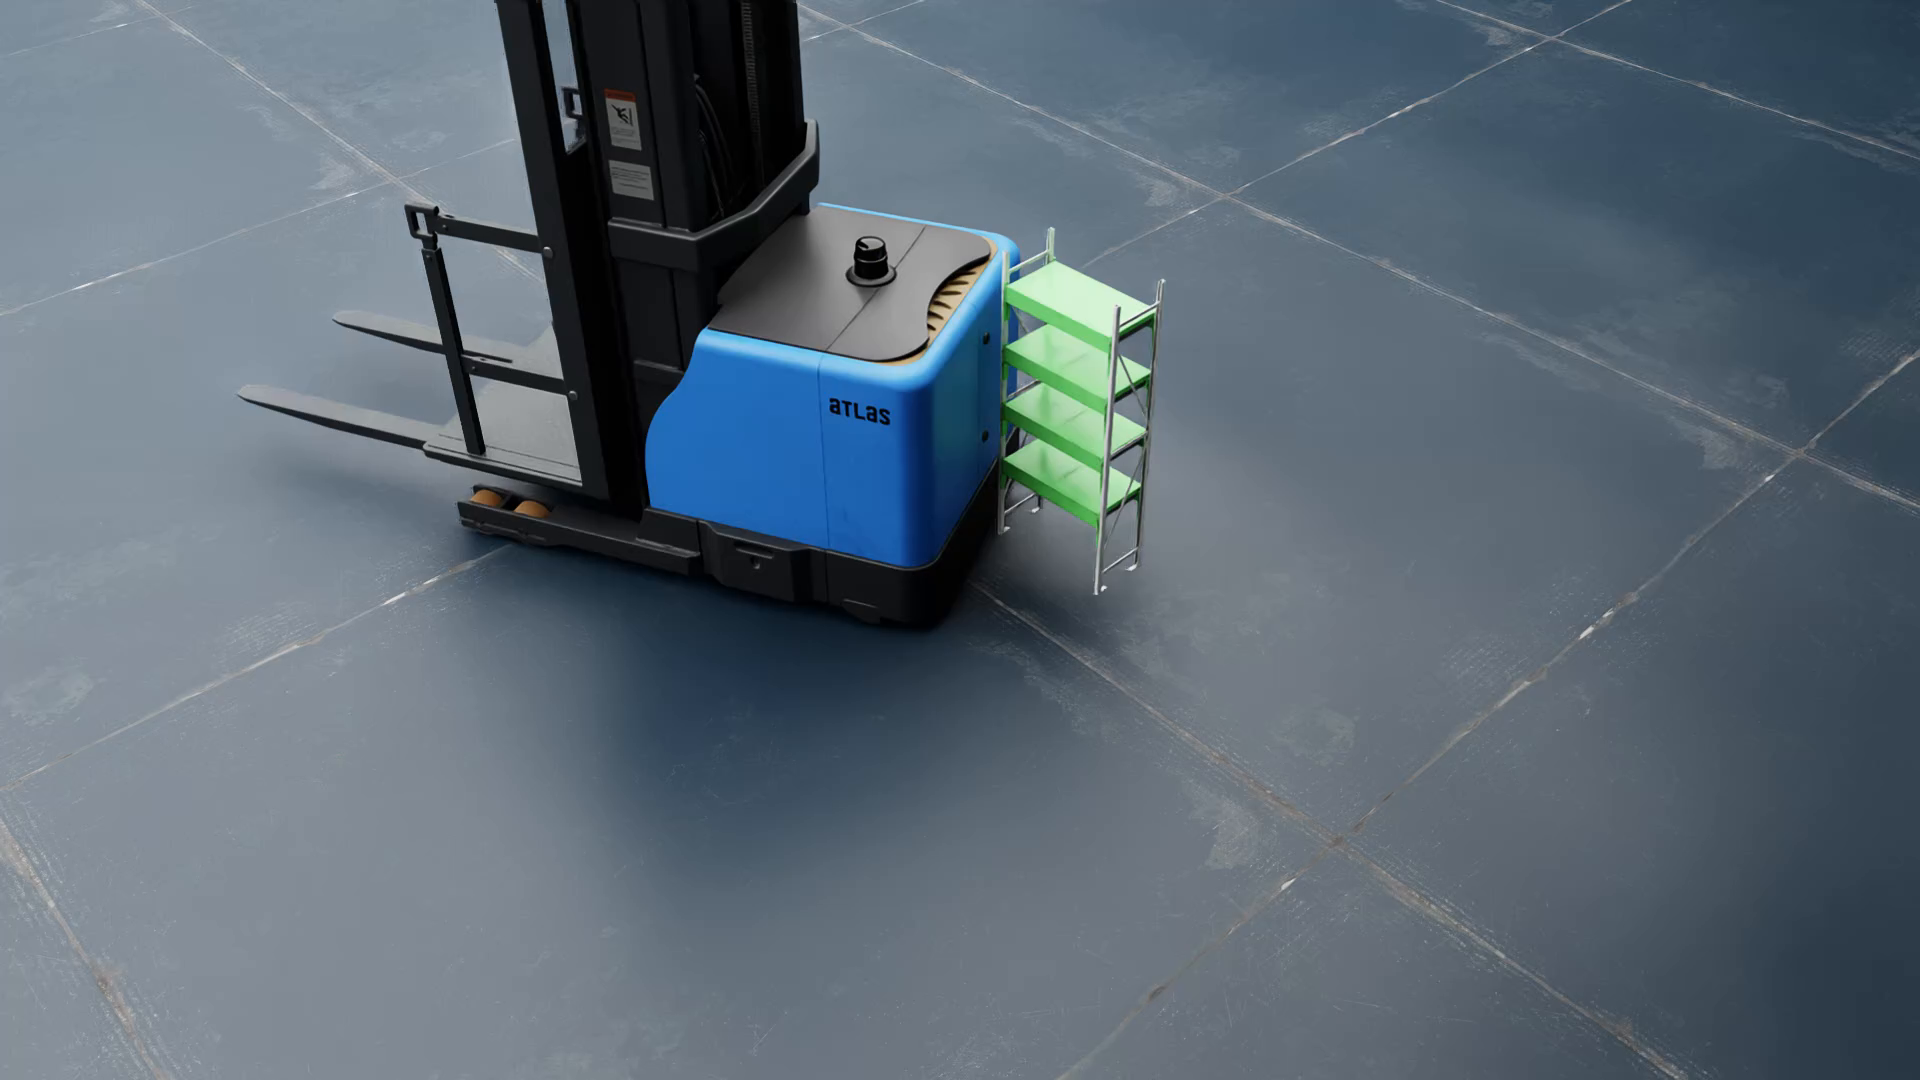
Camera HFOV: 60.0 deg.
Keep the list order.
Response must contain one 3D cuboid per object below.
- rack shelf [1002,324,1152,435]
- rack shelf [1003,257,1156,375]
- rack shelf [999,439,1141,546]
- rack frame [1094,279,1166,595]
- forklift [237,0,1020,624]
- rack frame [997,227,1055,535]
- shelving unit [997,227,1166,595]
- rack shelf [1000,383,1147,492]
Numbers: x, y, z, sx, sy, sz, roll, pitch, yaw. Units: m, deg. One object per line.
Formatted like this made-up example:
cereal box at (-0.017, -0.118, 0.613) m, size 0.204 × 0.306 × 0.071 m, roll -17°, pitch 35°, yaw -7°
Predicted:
rack shelf at (0.403, -0.569, 5.719) m, size 0.258 × 0.148 × 0.480 m, roll -32°, pitch 49°, yaw -33°
rack shelf at (0.403, -0.755, 5.568) m, size 0.258 × 0.148 × 0.480 m, roll -32°, pitch 49°, yaw -33°
rack shelf at (0.403, -0.195, 6.020) m, size 0.258 × 0.148 × 0.480 m, roll -32°, pitch 49°, yaw -33°
rack frame at (0.575, -0.323, 5.695) m, size 0.240 × 1.200 × 0.015 m, roll -32°, pitch 49°, yaw -33°
forklift at (-1.345, -1.415, 5.670) m, size 3.031 × 2.935 × 1.130 m, roll 13°, pitch 41°, yaw 16°
rack frame at (0.231, -0.540, 5.964) m, size 0.240 × 1.200 × 0.015 m, roll -32°, pitch 49°, yaw -33°
shelving unit at (0.403, -0.432, 5.829) m, size 0.258 × 1.200 × 0.503 m, roll -32°, pitch 49°, yaw -33°
rack shelf at (0.403, -0.382, 5.870) m, size 0.258 × 0.148 × 0.480 m, roll -32°, pitch 49°, yaw -33°
